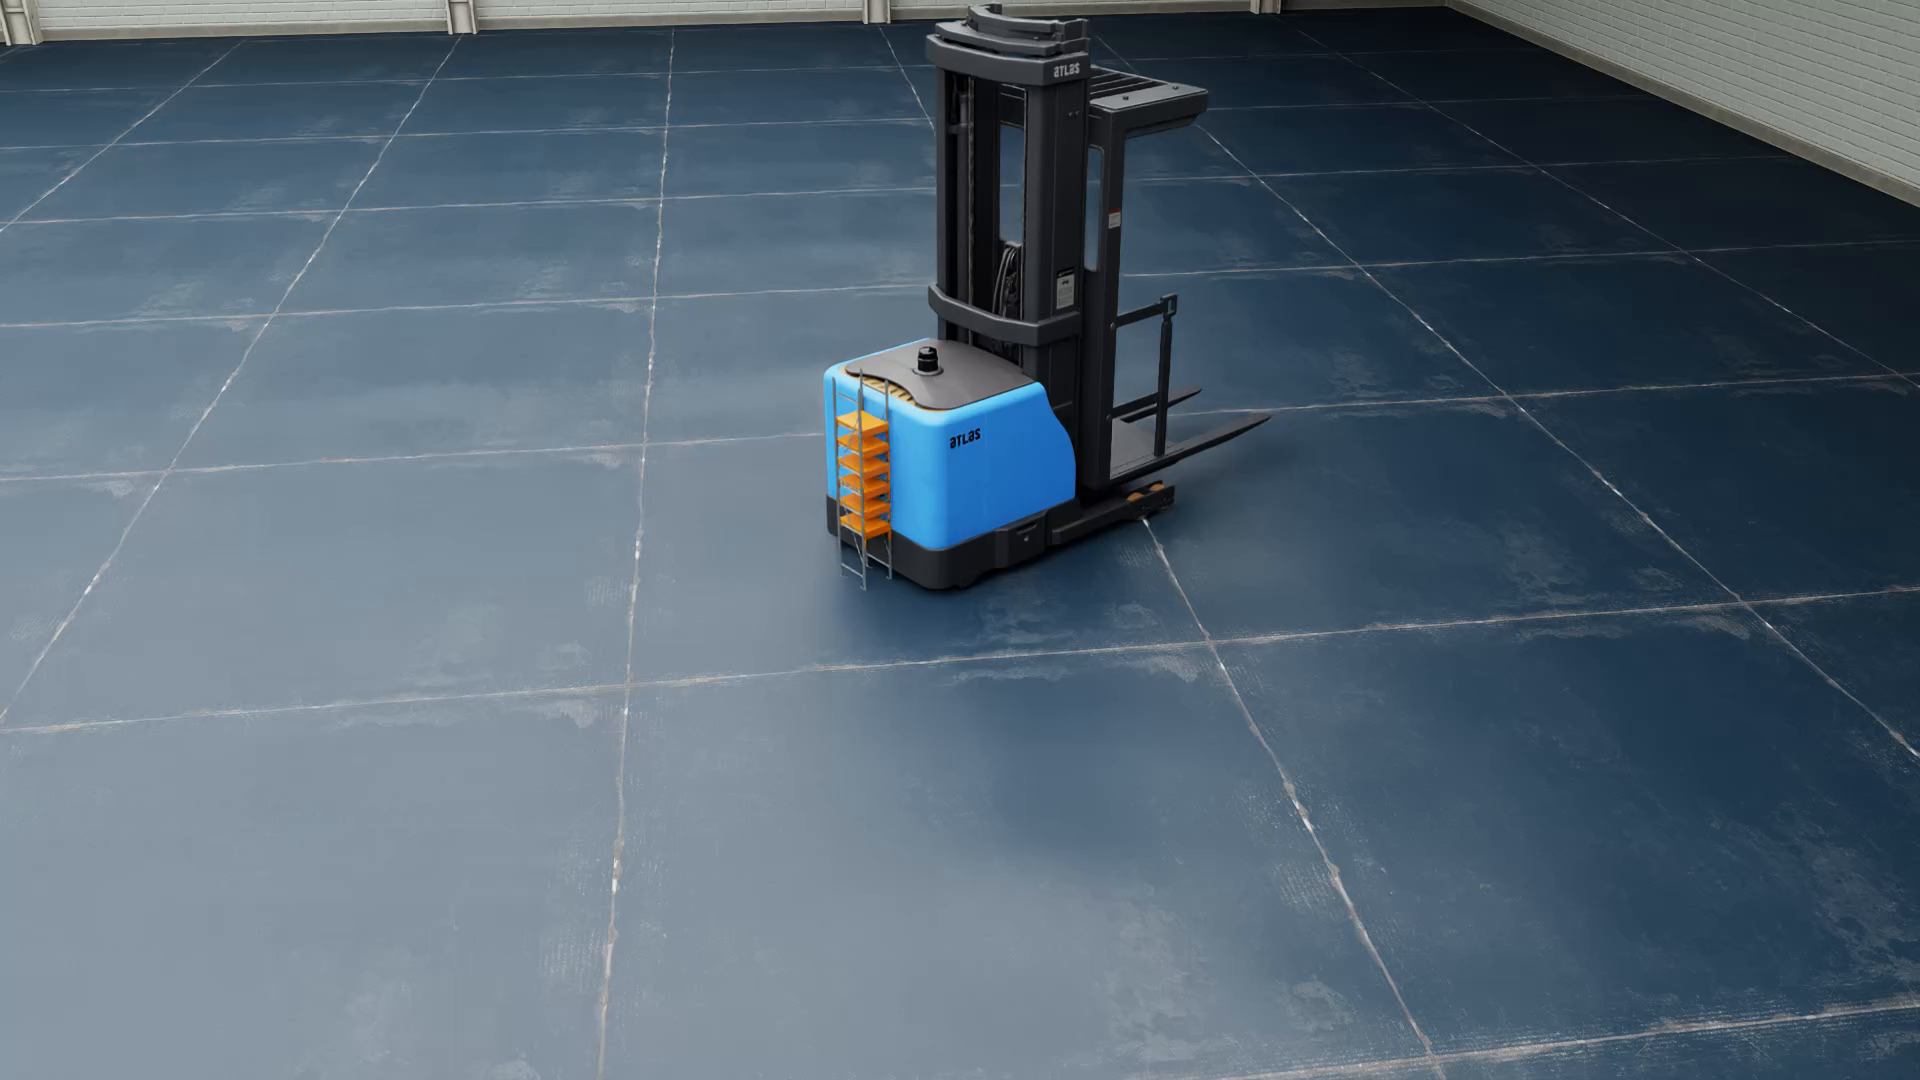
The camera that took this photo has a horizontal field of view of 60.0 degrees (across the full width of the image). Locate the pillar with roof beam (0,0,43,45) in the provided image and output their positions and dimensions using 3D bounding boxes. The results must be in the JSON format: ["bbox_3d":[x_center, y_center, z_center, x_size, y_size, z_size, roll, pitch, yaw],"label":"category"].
[{"bbox_3d":[-12.530,-9.041,17.514,0.400,9.000,9.100,-4,27,-7],"label":"pillar with roof beam"}]

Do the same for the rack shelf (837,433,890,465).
[{"bbox_3d":[-0.529,-0.494,8.969,0.180,0.103,0.258,-21,34,-35],"label":"rack shelf"}]

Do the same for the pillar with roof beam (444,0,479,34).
[{"bbox_3d":[-6.589,-9.423,18.258,0.400,9.000,9.100,-4,27,-7],"label":"pillar with roof beam"}]

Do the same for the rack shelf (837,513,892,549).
[{"bbox_3d":[-0.529,-0.066,9.188,0.180,0.103,0.258,-21,34,-35],"label":"rack shelf"}]

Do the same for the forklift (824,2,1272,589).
[{"bbox_3d":[0.670,-1.582,9.623,3.031,2.935,1.130,-21,34,-35],"label":"forklift"}]

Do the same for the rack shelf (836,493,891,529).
[{"bbox_3d":[-0.529,-0.173,9.133,0.180,0.103,0.258,-21,34,-35],"label":"rack shelf"}]

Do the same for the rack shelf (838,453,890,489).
[{"bbox_3d":[-0.529,-0.387,9.024,0.180,0.103,0.258,-21,34,-35],"label":"rack shelf"}]

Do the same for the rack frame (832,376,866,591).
[{"bbox_3d":[-0.598,-0.292,9.005,0.006,1.200,0.240,-21,34,-35],"label":"rack frame"}]

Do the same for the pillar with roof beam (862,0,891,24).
[{"bbox_3d":[-0.647,-9.805,19.001,0.400,9.000,9.100,-4,27,-7],"label":"pillar with roof beam"}]

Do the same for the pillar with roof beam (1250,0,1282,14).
[{"bbox_3d":[5.294,-10.186,19.745,0.400,9.000,9.100,-4,27,-7],"label":"pillar with roof beam"}]

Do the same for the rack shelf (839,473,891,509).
[{"bbox_3d":[-0.529,-0.280,9.079,0.180,0.103,0.258,-21,34,-35],"label":"rack shelf"}]

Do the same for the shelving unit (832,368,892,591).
[{"bbox_3d":[-0.529,-0.320,9.058,0.189,1.200,0.258,-21,34,-35],"label":"shelving unit"}]

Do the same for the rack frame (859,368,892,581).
[{"bbox_3d":[-0.459,-0.347,9.111,0.006,1.200,0.240,-21,34,-35],"label":"rack frame"}]

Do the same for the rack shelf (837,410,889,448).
[{"bbox_3d":[-0.529,-0.600,8.914,0.180,0.103,0.258,-21,34,-35],"label":"rack shelf"}]
